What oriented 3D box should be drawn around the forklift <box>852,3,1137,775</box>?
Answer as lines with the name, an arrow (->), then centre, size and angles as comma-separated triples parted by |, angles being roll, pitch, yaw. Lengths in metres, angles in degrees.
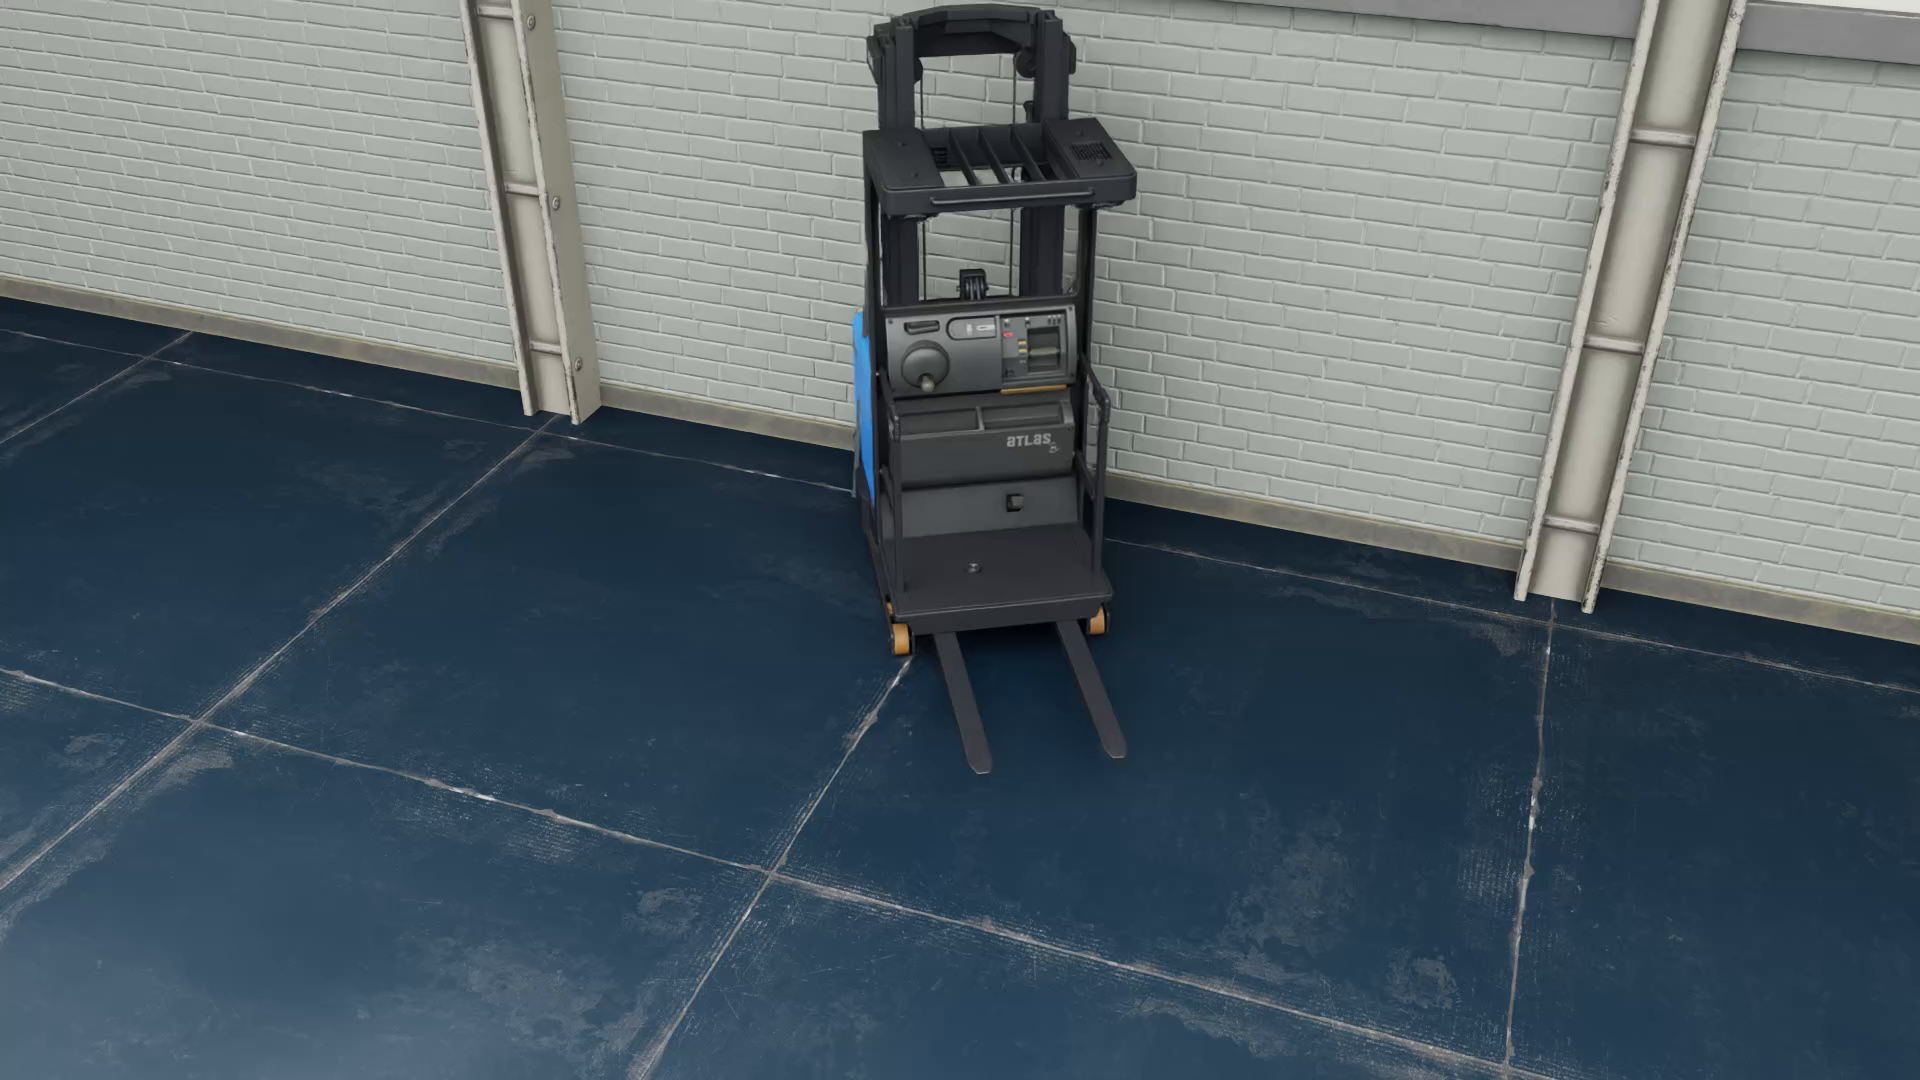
forklift -> 0.144, -0.867, 7.859 | 1.130, 2.935, 3.031 | -5, 33, -8

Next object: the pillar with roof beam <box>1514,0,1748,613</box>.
pillar with roof beam -> 1.696, -1.315, 2.958 | 0.400, 9.000, 9.100 | 11, 34, 16

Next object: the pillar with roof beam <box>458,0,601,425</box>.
pillar with roof beam -> -3.952, -2.413, 4.659 | 0.400, 9.000, 9.100 | 11, 34, 16

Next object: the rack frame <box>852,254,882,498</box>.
rack frame -> -0.465, -0.995, 9.275 | 0.032, 1.500, 0.500 | 13, 33, 12

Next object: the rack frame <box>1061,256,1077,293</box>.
rack frame -> 0.503, -0.764, 9.068 | 0.032, 1.500, 0.500 | 13, 33, 12

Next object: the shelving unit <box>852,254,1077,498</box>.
shelving unit -> 0.019, -0.879, 9.172 | 1.048, 1.500, 0.538 | 13, 33, 12
